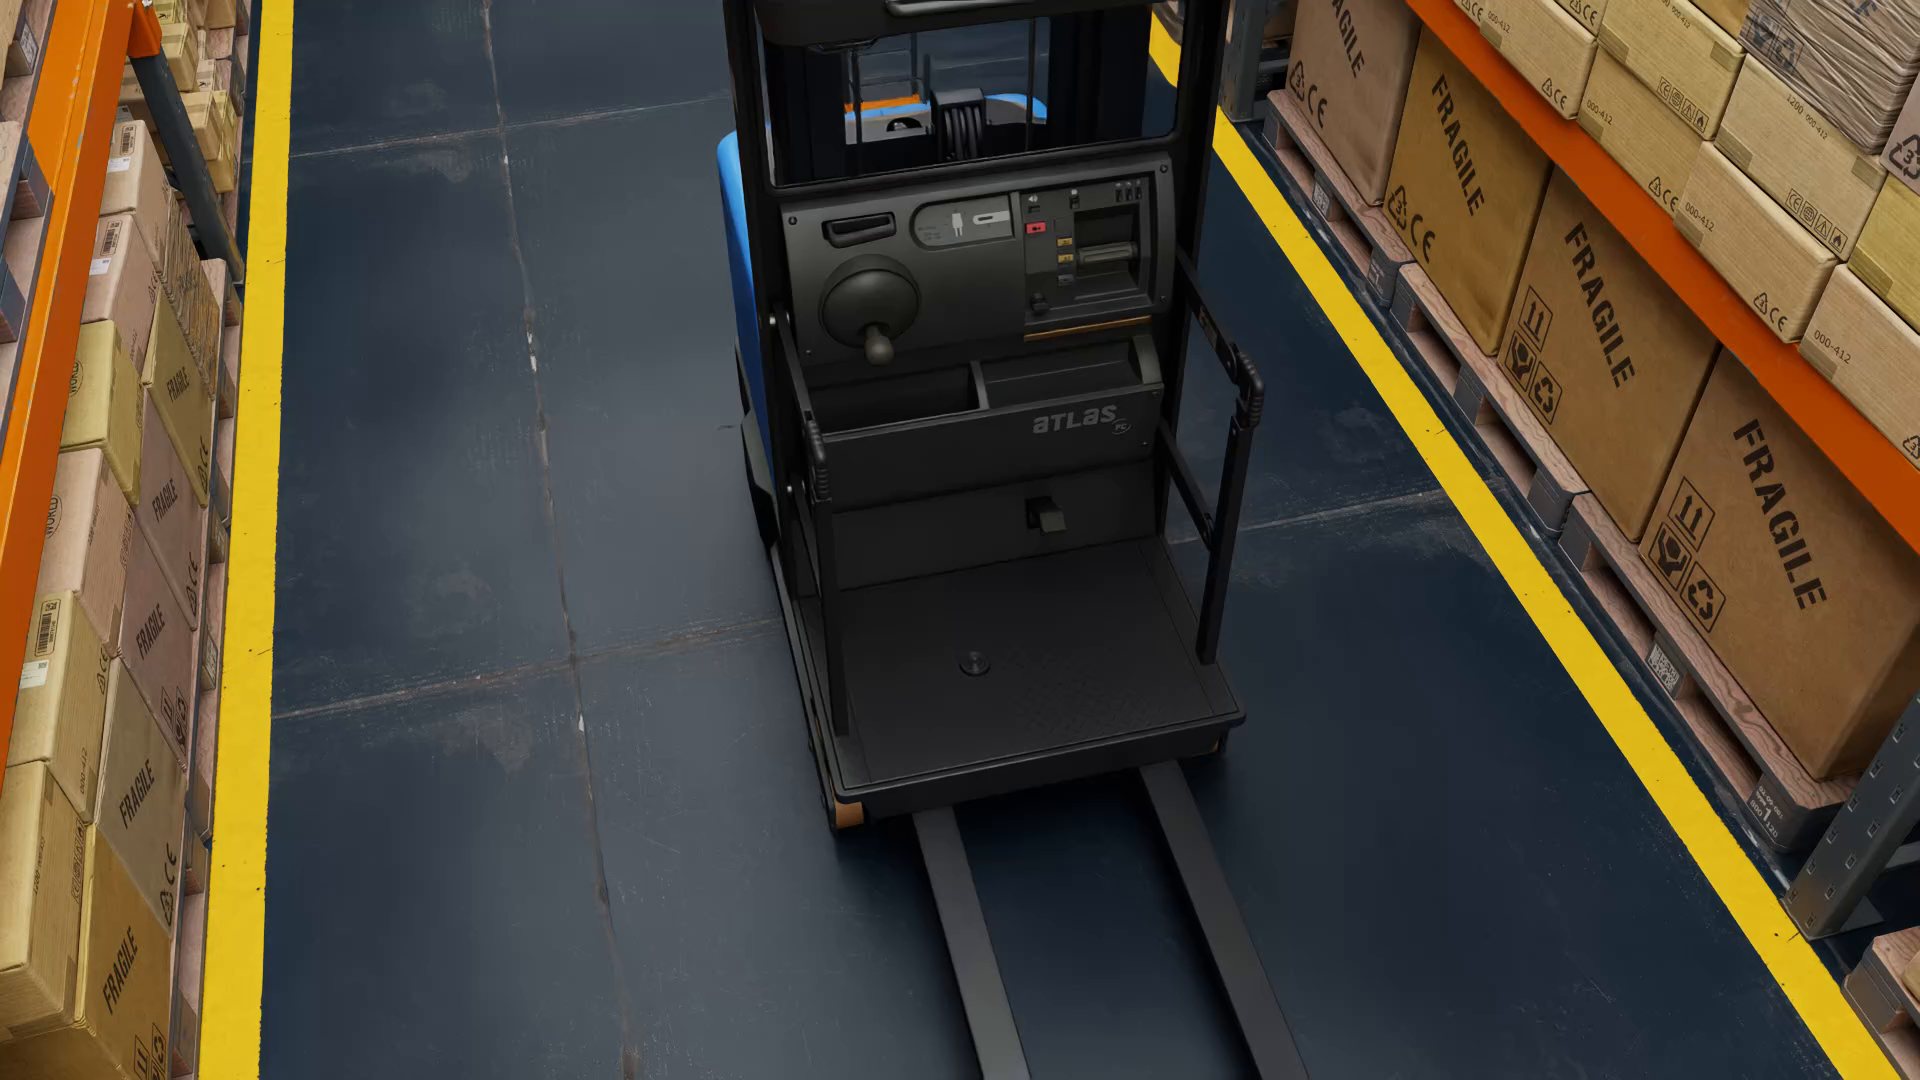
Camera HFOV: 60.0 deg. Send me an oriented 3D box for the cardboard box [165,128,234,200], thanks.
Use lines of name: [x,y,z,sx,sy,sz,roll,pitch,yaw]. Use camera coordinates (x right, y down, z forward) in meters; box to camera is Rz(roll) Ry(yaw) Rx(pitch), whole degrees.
cardboard box: [-2.939,-1.402,6.226,0.380,0.149,0.250,-13,47,-12]

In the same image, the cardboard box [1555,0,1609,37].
cardboard box: [1.839,-1.628,4.500,0.500,0.250,0.500,-12,47,-12]

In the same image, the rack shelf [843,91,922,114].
rack shelf: [-0.231,-1.312,5.252,0.258,0.103,0.180,-10,46,-10]

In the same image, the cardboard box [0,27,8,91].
cardboard box: [-2.670,-1.239,4.246,0.380,0.149,0.250,-13,47,-12]

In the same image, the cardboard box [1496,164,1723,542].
cardboard box: [2.306,-0.668,4.998,0.875,0.875,0.875,-10,46,-10]

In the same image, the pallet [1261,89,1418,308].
pallet: [1.874,-1.423,6.496,1.003,0.211,1.213,-11,47,-10]

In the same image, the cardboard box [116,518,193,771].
cardboard box: [-2.335,0.312,4.300,0.500,0.500,0.500,-12,47,-11]

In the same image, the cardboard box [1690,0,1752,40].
cardboard box: [1.982,-1.547,3.896,0.500,0.500,0.500,-11,47,-10]

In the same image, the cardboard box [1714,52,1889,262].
cardboard box: [2.123,-0.920,3.806,0.500,0.250,0.500,-12,47,-11]

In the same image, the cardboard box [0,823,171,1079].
cardboard box: [-2.067,1.012,3.614,0.500,0.500,0.500,-13,47,-12]

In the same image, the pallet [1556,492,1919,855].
pallet: [2.498,0.262,4.845,1.003,0.211,1.213,-11,47,-10]

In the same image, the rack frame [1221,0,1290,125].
rack frame: [1.603,-2.918,6.009,1.000,3.000,0.127,-11,47,-10]

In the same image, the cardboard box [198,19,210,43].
cardboard box: [-3.337,-2.093,6.903,0.380,0.149,0.250,-13,47,-12]

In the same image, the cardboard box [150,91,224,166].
cardboard box: [-2.940,-1.505,6.118,0.380,0.149,0.250,-9,46,-8]

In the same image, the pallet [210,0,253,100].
pallet: [-3.678,-2.268,7.325,1.003,0.211,1.213,-11,47,-10]

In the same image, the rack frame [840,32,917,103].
rack frame: [-0.251,-1.150,5.537,0.240,1.200,0.006,-10,46,-10]

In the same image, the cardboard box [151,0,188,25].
cardboard box: [-3.170,-1.942,6.339,0.380,0.149,0.250,-11,47,-11]

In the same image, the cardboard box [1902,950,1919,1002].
cardboard box: [2.762,1.009,3.707,0.950,0.372,0.625,-14,47,-13]

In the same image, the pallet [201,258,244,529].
pallet: [-2.955,-0.429,5.523,1.003,0.211,1.213,-11,47,-10]

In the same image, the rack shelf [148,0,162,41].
rack shelf: [-3.668,-3.072,6.664,1.077,0.370,4.000,-11,47,-10]

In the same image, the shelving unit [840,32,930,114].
shelving unit: [-0.230,-1.088,5.474,0.258,1.200,0.189,-10,46,-10]

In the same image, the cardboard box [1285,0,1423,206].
cardboard box: [1.839,-1.907,6.213,0.875,0.875,0.875,-9,46,-9]

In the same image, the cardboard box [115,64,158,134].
cardboard box: [-3.044,-1.576,5.980,0.380,0.149,0.250,-9,46,-9]

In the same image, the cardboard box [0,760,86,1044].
cardboard box: [-2.075,0.764,3.332,0.500,0.250,0.500,-13,47,-12]

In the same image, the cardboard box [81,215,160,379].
cardboard box: [-2.602,-0.652,4.720,0.500,0.250,0.500,-9,46,-8]

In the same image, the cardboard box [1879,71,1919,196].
cardboard box: [2.242,-0.850,3.213,0.500,0.500,0.500,-12,47,-11]

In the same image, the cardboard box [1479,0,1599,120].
cardboard box: [1.829,-1.452,4.678,0.500,0.250,0.500,-11,47,-11]

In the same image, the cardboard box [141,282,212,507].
cardboard box: [-2.592,-0.396,4.994,0.500,0.500,0.500,-12,47,-11]

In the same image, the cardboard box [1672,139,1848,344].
cardboard box: [2.101,-0.755,3.995,0.500,0.250,0.500,-10,46,-10]

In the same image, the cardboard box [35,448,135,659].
cardboard box: [-2.319,0.070,4.012,0.500,0.250,0.500,-10,46,-10]

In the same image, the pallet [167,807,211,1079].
pallet: [-2.331,1.255,3.872,1.003,0.211,1.213,-11,47,-10]

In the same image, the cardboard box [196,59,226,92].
cardboard box: [-3.121,-1.748,6.565,0.380,0.149,0.250,-11,47,-11]

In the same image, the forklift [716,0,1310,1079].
forklift: [0.109,-0.559,3.746,1.130,2.935,3.031,-10,46,-10]

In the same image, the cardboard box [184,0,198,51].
cardboard box: [-3.255,-2.012,6.615,0.380,0.149,0.250,-13,47,-12]

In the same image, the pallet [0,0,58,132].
pallet: [-3.101,-1.321,4.579,1.003,0.211,1.213,-11,47,-10]
